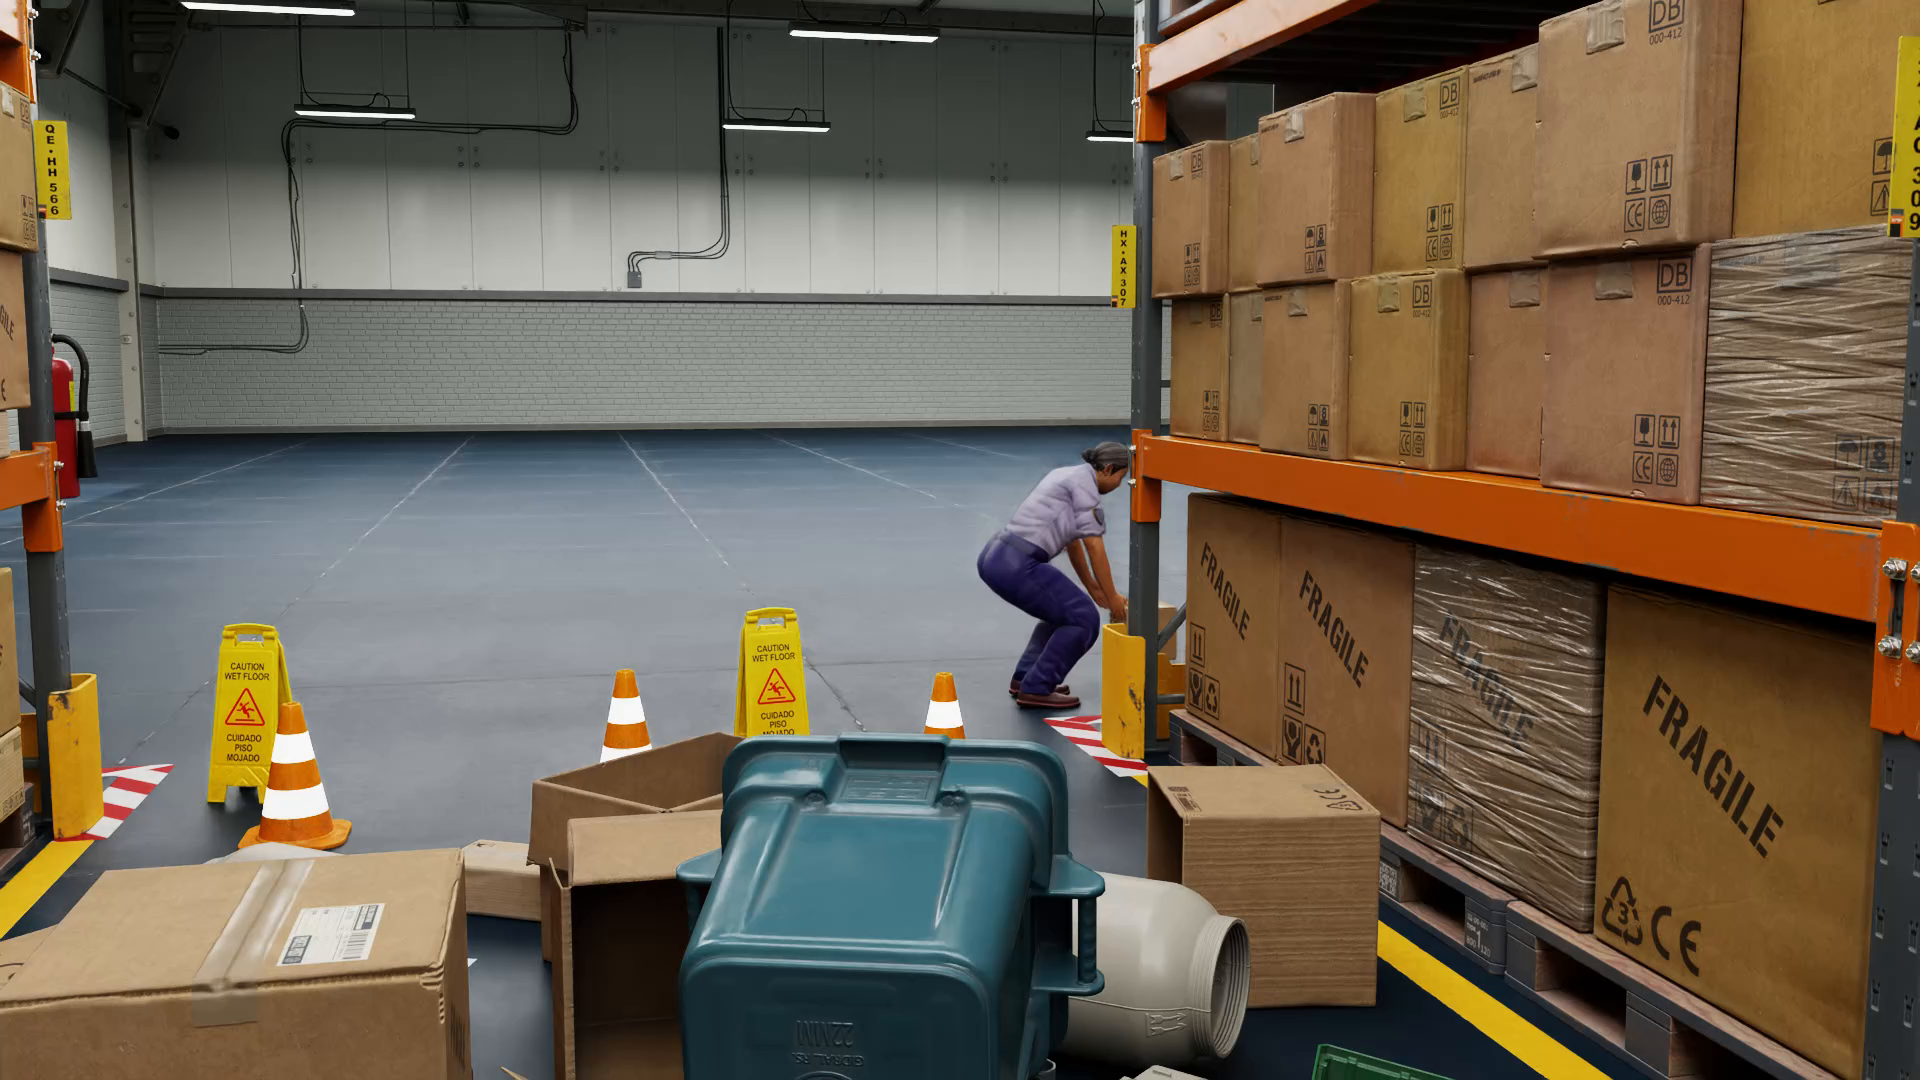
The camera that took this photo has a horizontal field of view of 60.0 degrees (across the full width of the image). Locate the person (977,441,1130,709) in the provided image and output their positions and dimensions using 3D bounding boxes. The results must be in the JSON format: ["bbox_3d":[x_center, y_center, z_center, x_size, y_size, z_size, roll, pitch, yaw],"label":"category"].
[{"bbox_3d":[0.445,0.150,7.837,0.727,1.230,0.540,-1,6,-9],"label":"person"}]
